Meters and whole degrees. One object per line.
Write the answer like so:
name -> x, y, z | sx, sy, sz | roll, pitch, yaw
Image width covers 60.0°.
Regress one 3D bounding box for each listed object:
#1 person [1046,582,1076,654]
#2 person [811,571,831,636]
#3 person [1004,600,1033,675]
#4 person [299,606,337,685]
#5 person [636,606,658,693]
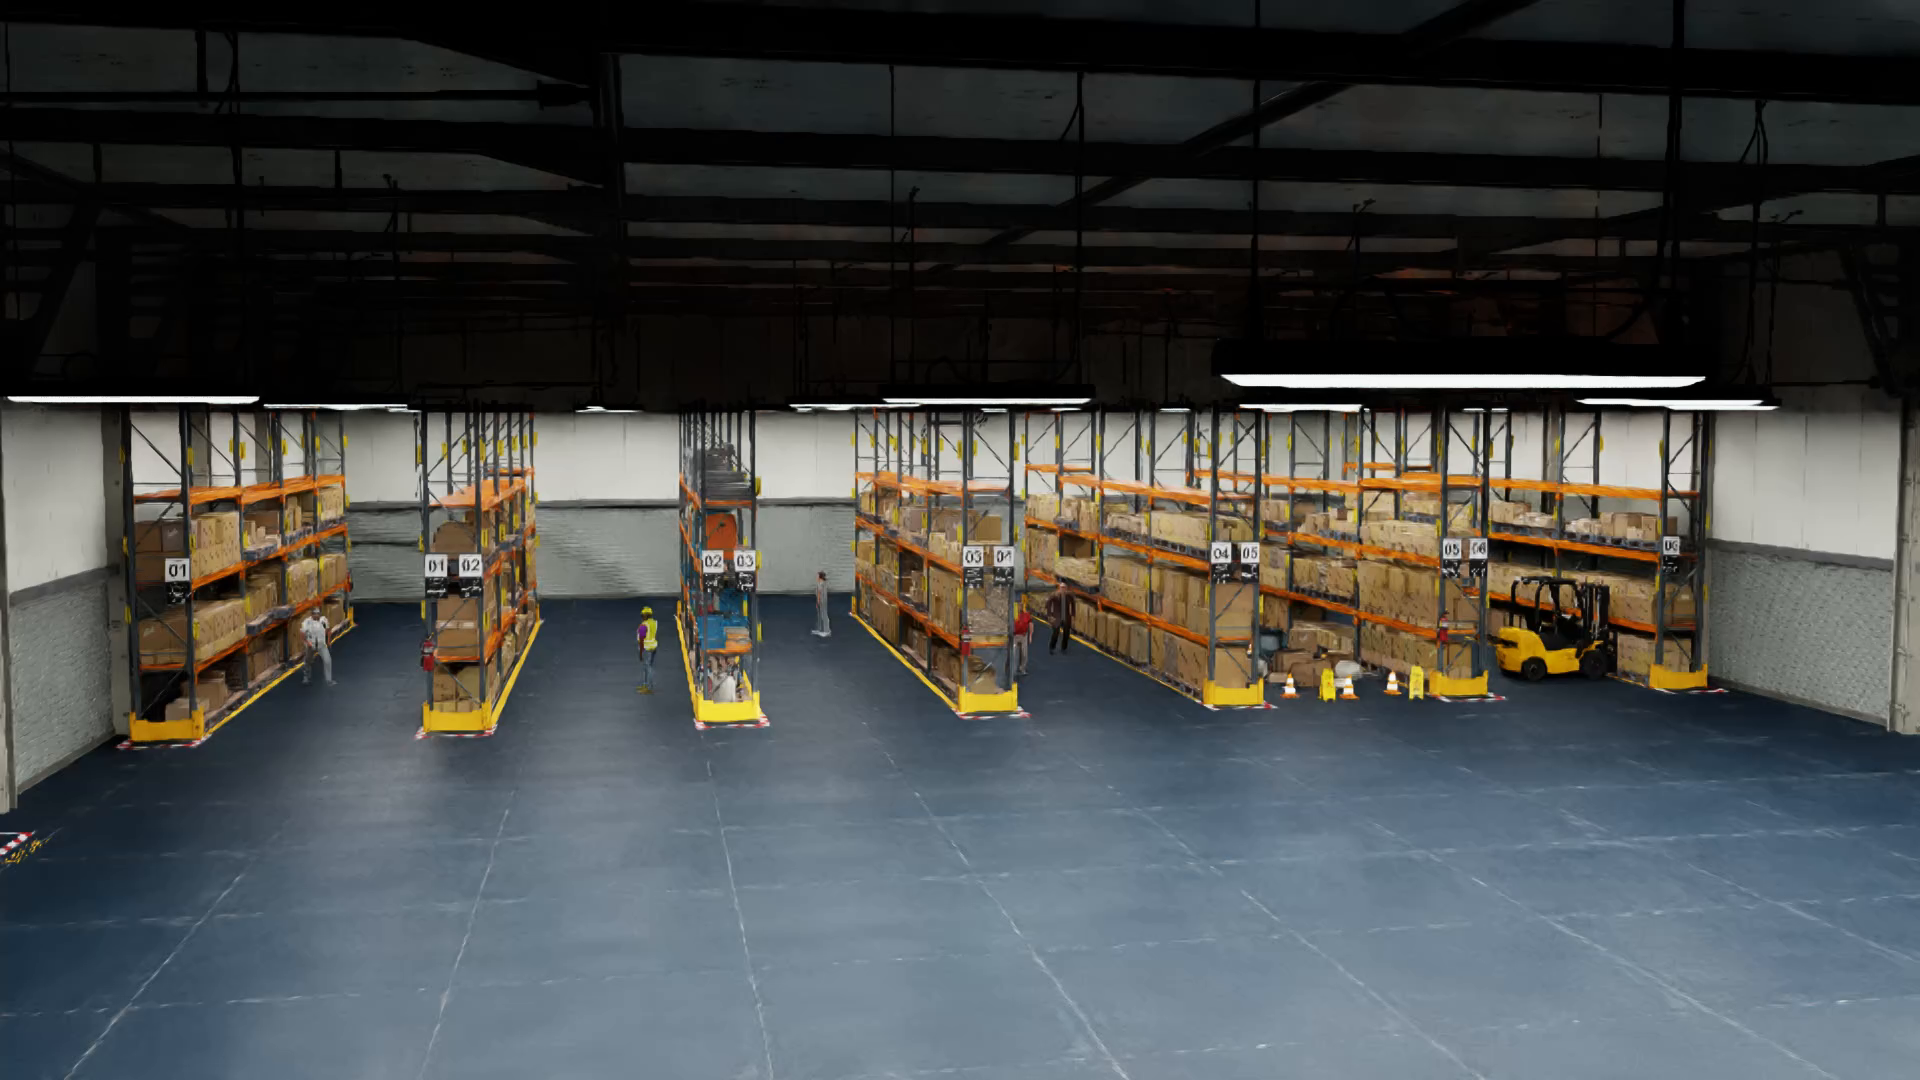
person -> 2.411, 1.962, 39.778 | 0.729, 1.533, 0.541 | -1, 4, -12
person -> -3.612, 1.623, 43.102 | 0.582, 1.664, 0.582 | 1, 4, 9
person -> 1.263, 2.142, 36.459 | 0.682, 1.675, 0.535 | -1, 4, -13
person -> -13.609, 2.216, 35.186 | 0.700, 1.686, 0.863 | -2, 5, -28
person -> -6.481, 2.244, 34.210 | 0.502, 1.764, 0.624 | 2, 5, 19
